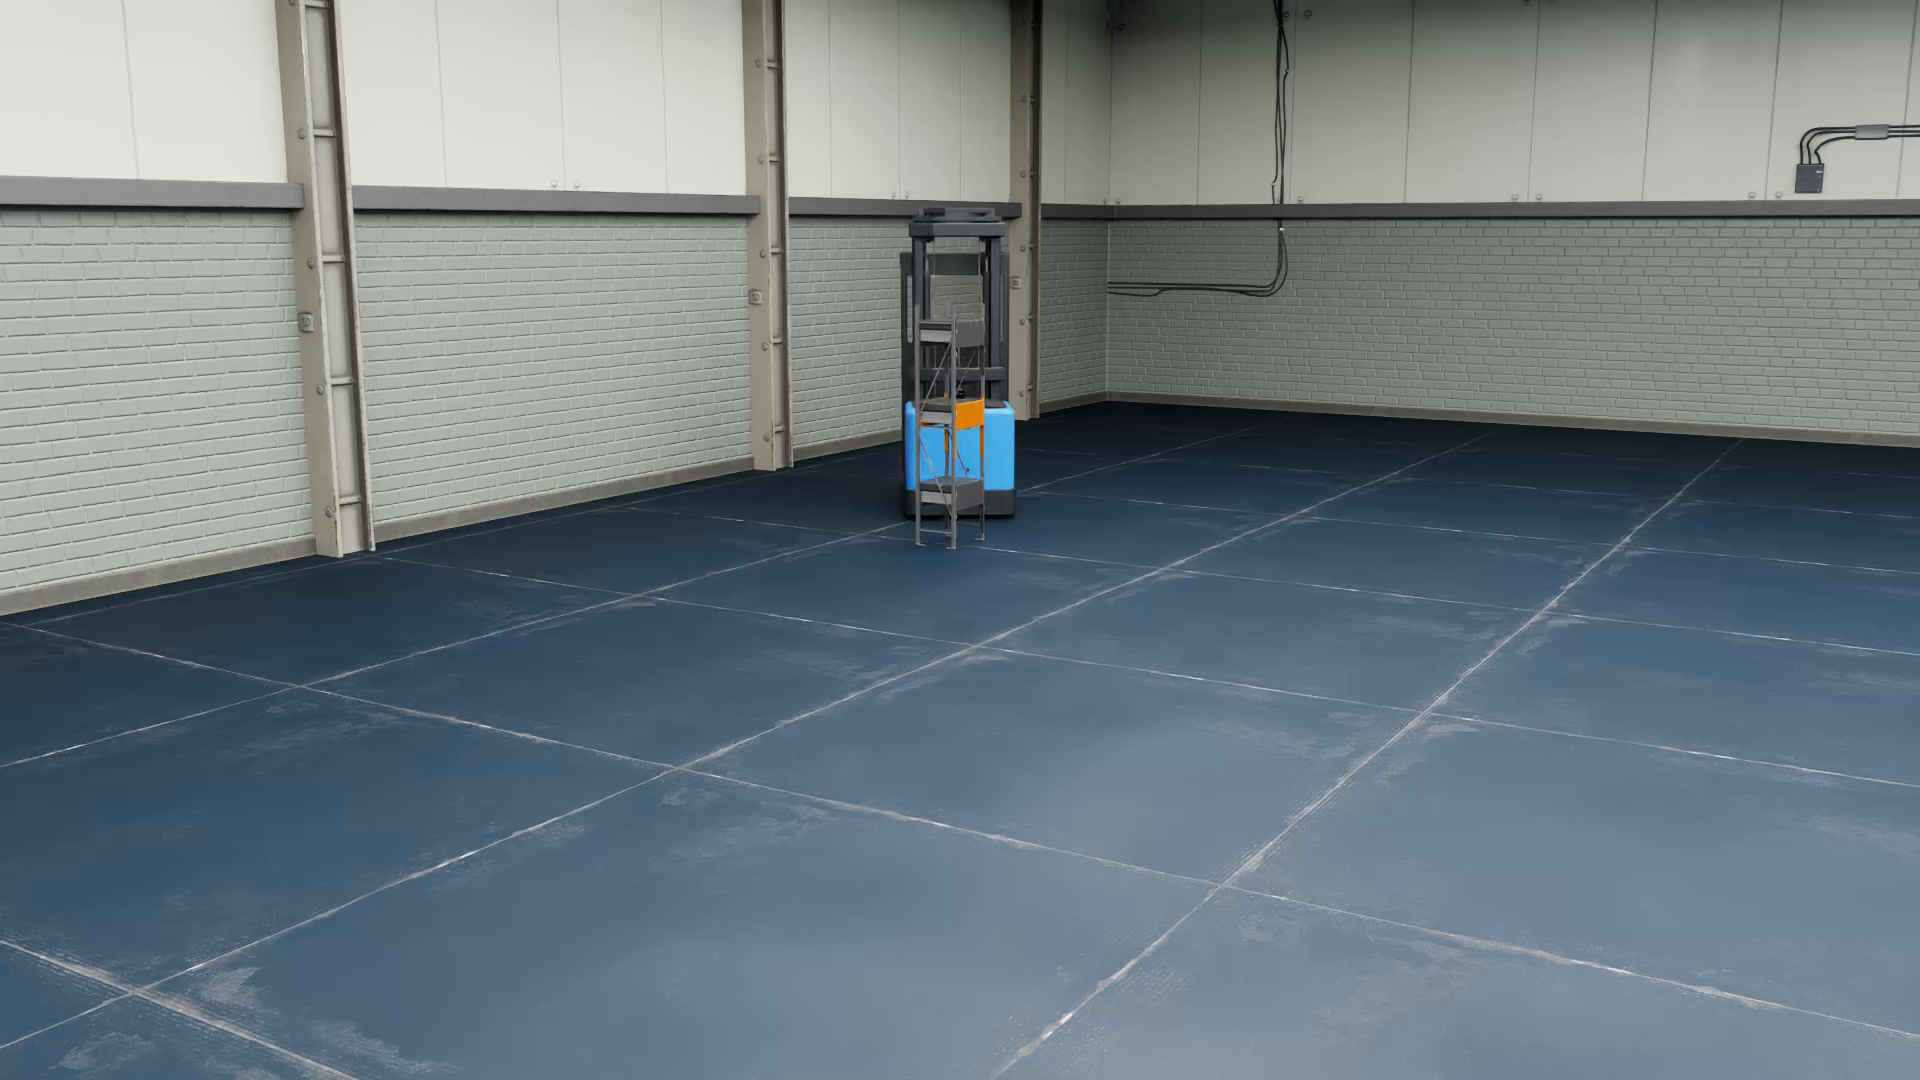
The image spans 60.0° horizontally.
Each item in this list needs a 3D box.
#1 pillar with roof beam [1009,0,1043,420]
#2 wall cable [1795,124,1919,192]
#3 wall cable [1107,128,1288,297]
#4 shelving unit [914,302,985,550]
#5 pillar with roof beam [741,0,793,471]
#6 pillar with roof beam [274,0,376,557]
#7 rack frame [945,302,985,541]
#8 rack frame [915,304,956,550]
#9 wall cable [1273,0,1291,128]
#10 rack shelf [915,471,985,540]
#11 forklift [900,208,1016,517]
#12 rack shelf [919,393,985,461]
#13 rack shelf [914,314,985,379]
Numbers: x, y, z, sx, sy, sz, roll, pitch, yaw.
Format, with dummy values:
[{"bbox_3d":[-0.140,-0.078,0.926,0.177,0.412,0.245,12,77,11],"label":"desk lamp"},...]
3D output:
[{"bbox_3d":[4.616,-5.797,21.377,9.100,9.000,0.400,6,12,31],"label":"pillar with roof beam"},{"bbox_3d":[11.702,-7.307,20.204,2.305,6.003,0.169,6,12,31],"label":"wall cable"},{"bbox_3d":[3.596,-5.019,25.660,3.097,2.526,0.112,6,12,31],"label":"wall cable"},{"bbox_3d":[-0.086,-1.006,14.536,0.431,2.100,0.503,6,12,31],"label":"shelving unit"},{"bbox_3d":[1.501,-4.853,16.337,9.100,9.000,0.400,6,12,31],"label":"pillar with roof beam"},{"bbox_3d":[-1.614,-3.909,11.297,9.100,9.000,0.400,6,12,31],"label":"pillar with roof beam"},{"bbox_3d":[0.041,-1.044,14.741,0.400,2.100,0.015,6,12,31],"label":"rack frame"},{"bbox_3d":[-0.213,-0.968,14.331,0.400,2.100,0.015,6,12,31],"label":"rack frame"},{"bbox_3d":[5.908,-7.243,23.815,3.097,2.526,0.112,6,12,31],"label":"wall cable"},{"bbox_3d":[-0.086,-0.305,14.668,0.431,0.518,0.480,6,12,31],"label":"rack shelf"},{"bbox_3d":[-0.061,-1.883,16.963,1.130,2.935,3.031,0,11,-3],"label":"forklift"},{"bbox_3d":[-0.086,-0.993,14.539,0.431,0.518,0.480,6,12,31],"label":"rack shelf"},{"bbox_3d":[-0.086,-1.681,14.410,0.431,0.518,0.480,6,12,31],"label":"rack shelf"}]
